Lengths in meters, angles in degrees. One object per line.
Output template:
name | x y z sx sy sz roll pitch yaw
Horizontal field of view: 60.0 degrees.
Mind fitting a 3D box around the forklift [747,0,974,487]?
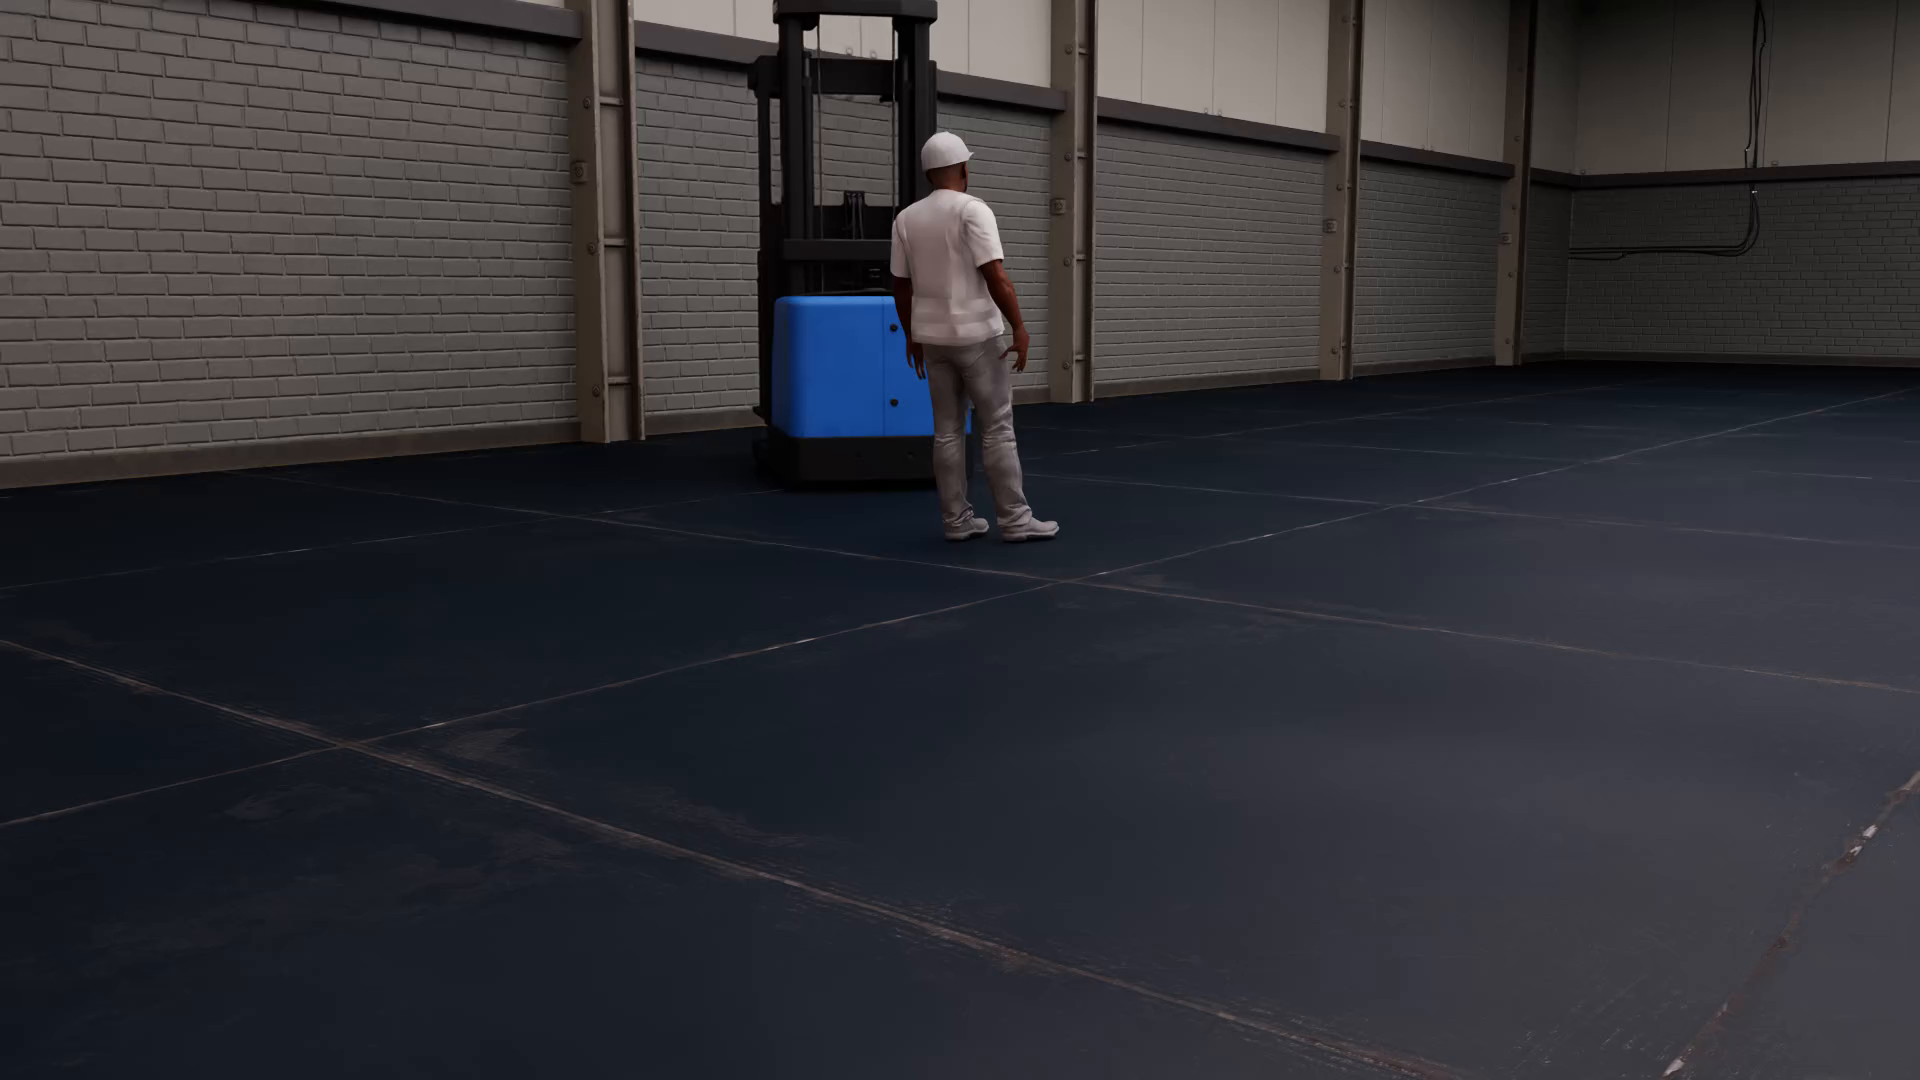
forklift | -0.735 -1.926 10.446 1.130 2.935 3.031 -2 9 -12

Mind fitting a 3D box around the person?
person | 0.048 -0.888 7.327 0.666 1.768 0.575 7 11 38
